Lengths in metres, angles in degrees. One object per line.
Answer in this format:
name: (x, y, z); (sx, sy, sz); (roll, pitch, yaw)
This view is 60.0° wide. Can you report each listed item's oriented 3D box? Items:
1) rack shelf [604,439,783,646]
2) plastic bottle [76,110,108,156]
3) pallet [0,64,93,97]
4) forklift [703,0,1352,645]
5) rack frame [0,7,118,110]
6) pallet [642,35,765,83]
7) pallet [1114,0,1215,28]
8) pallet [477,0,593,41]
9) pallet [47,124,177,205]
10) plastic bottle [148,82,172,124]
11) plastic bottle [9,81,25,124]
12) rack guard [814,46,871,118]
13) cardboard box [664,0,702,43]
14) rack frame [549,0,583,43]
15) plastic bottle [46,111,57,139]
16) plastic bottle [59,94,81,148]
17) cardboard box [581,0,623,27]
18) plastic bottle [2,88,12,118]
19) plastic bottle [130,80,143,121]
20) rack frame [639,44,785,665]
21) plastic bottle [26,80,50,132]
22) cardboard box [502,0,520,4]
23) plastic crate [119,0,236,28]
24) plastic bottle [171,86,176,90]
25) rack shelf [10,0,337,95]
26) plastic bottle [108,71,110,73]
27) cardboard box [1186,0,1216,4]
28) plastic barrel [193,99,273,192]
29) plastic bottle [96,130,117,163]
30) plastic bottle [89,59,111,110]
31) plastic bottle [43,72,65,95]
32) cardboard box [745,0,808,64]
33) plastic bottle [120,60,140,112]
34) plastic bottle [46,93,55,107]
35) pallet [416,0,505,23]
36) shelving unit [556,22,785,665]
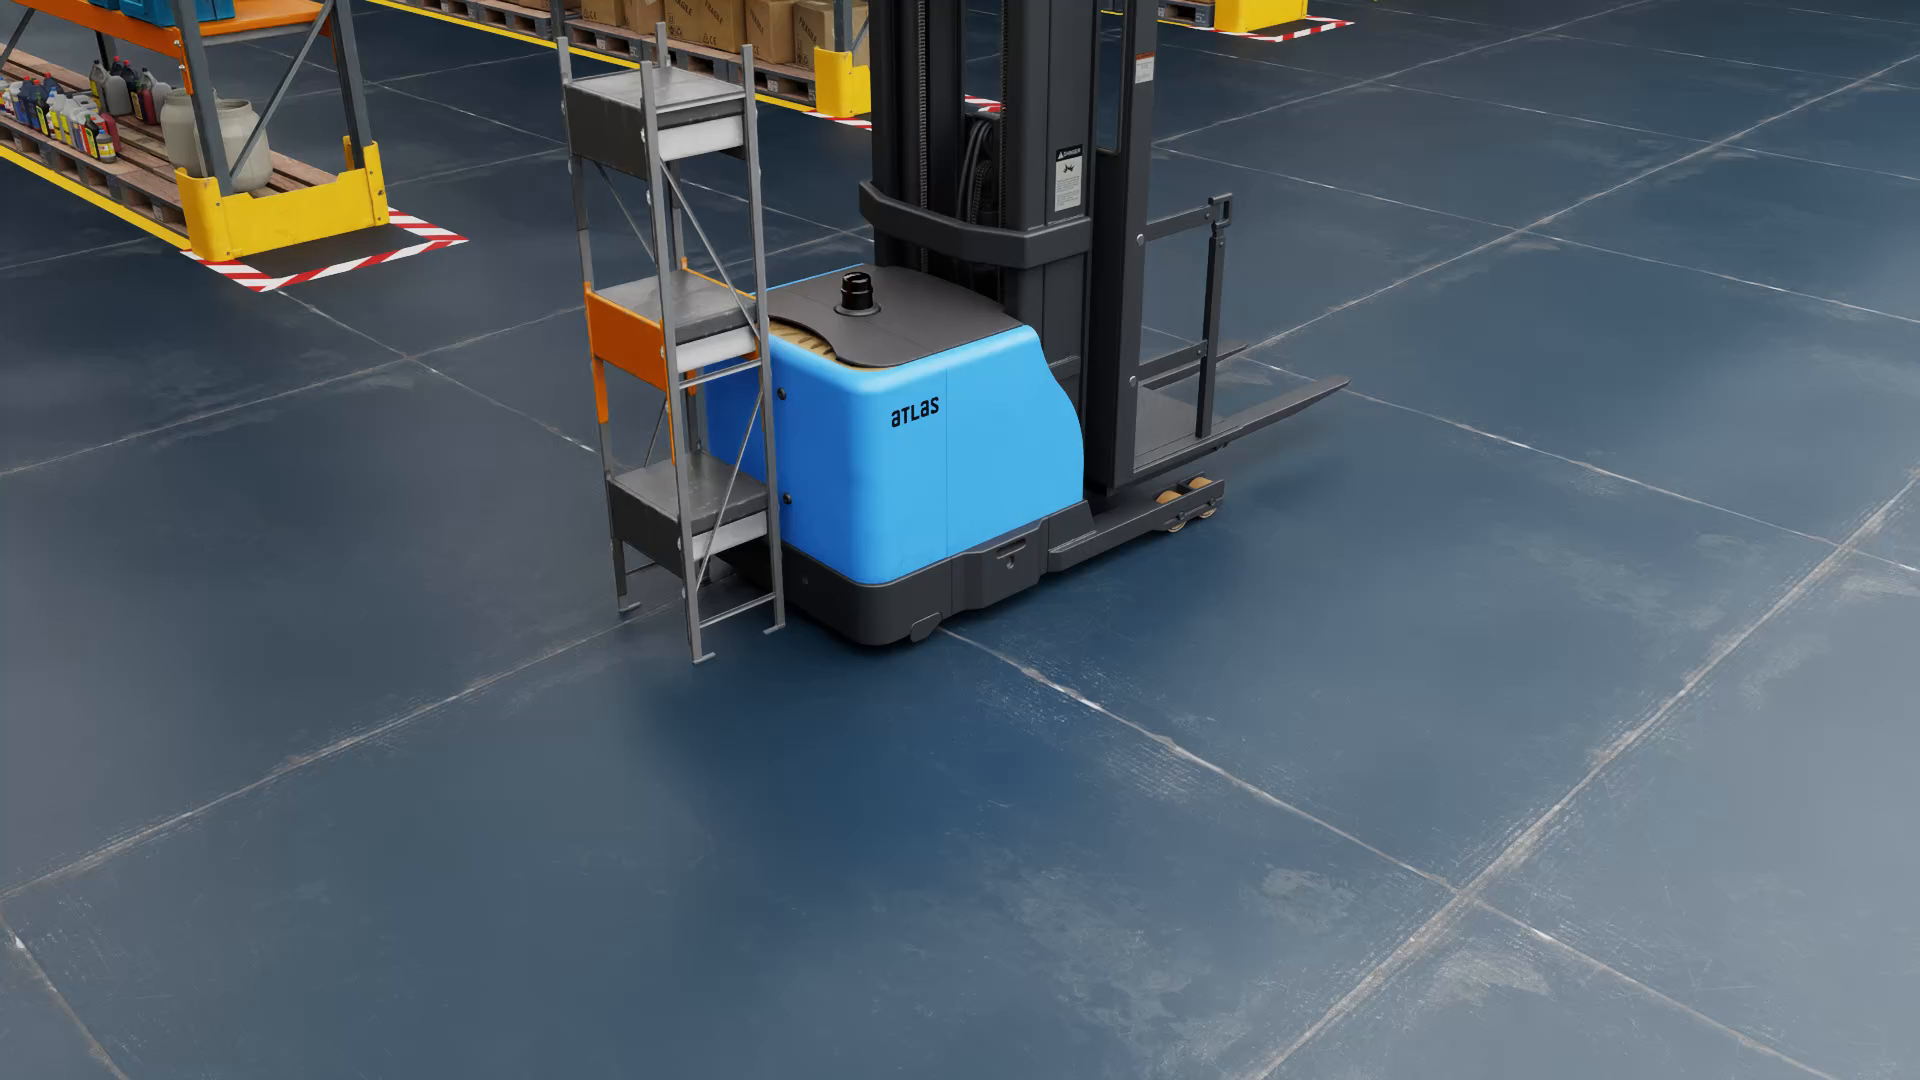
rack shelf: (-0.962, -0.002, 6.031); (0.431, 0.518, 0.480); (-23, 35, -36)
plastic bottle: (-5.833, -2.743, 11.197); (0.135, 0.276, 0.152); (25, 37, 39)
pallet: (-7.495, -3.523, 13.222); (1.213, 0.211, 1.003); (25, 36, 38)
forklift: (0.464, -1.491, 6.437); (3.031, 2.935, 1.130); (-23, 35, -36)
rack frame: (-6.908, -4.513, 12.111); (0.127, 3.000, 1.000); (25, 36, 38)
pallet: (-2.058, -4.317, 14.734); (1.213, 0.211, 1.003); (25, 36, 38)
pallet: (2.341, -5.466, 16.918); (1.213, 0.211, 1.003); (25, 36, 38)
pallet: (-3.992, -5.176, 16.368); (1.213, 0.211, 1.003); (25, 36, 38)
pallet: (-5.584, -2.648, 11.559); (1.213, 0.211, 1.003); (25, 36, 38)
plastic bottle: (-5.767, -3.166, 12.001); (0.152, 0.276, 0.135); (-25, 36, -38)
plastic bottle: (-6.739, -3.157, 11.984); (0.152, 0.276, 0.135); (-24, 36, -37)
rack guard: (-0.638, -3.770, 13.383); (0.348, 0.500, 1.175); (25, 36, 38)
cardboard box: (-2.267, -4.732, 14.761); (0.500, 0.500, 0.500); (21, 34, 34)
rack frame: (-3.436, -6.157, 15.237); (0.127, 3.000, 1.000); (25, 36, 38)
plastic bottle: (-6.304, -2.907, 11.589); (0.097, 0.201, 0.097); (0, 28, 0)
plastic bottle: (-6.053, -2.874, 11.366); (0.144, 0.351, 0.185); (-24, 36, -37)
cardboard box: (-3.179, -5.093, 15.447); (0.500, 0.500, 0.500); (23, 36, 37)
plastic bottle: (-6.916, -3.187, 12.122); (0.097, 0.201, 0.097); (0, 28, 0)
plastic bottle: (-5.933, -3.181, 12.022); (0.133, 0.283, 0.061); (25, 36, 38)
rack frame: (-0.799, -0.549, 5.539); (0.400, 2.100, 0.015); (-23, 35, -36)
plastic bottle: (-6.489, -3.073, 11.745); (0.185, 0.351, 0.144); (23, 35, 36)
cardboard box: (-4.185, -5.615, 16.418); (0.500, 0.500, 0.700); (24, 36, 38)
plastic crate: (-4.623, -3.206, 9.785); (0.616, 0.251, 0.499); (25, 36, 38)
plastic bottle: (-5.591, -3.101, 11.883); (0.097, 0.271, 0.097); (0, 28, 0)
rack shelf: (-5.482, -3.542, 11.037); (4.000, 0.370, 1.077); (25, 36, 38)
plastic bottle: (-6.431, -3.455, 12.631); (0.097, 0.201, 0.097); (0, 28, 0)
cardboard box: (2.436, -5.910, 16.598); (0.875, 0.875, 0.875); (25, 37, 39)
plastic barrel: (-4.579, -2.482, 10.470); (0.421, 0.512, 0.421); (0, 28, 0)
plastic bottle: (-5.673, -2.618, 11.040); (0.097, 0.201, 0.097); (0, 28, 0)
plastic bottle: (-6.348, -3.373, 12.316); (0.185, 0.351, 0.144); (25, 36, 38)
plastic bottle: (-6.523, -3.182, 11.953); (0.185, 0.351, 0.144); (25, 36, 38)
cardboard box: (-1.467, -4.324, 13.986); (0.500, 0.500, 0.500); (-15, 31, -27)
plastic bottle: (-6.110, -3.359, 12.288); (0.185, 0.351, 0.144); (22, 35, 36)
plastic bottle: (-6.358, -3.002, 11.696); (0.097, 0.271, 0.097); (0, 28, 0)
pallet: (-4.866, -5.575, 17.125); (1.213, 0.211, 1.003); (25, 36, 38)
shelving unit: (-0.962, -0.634, 5.699); (0.431, 2.100, 0.503); (-23, 35, -36)
